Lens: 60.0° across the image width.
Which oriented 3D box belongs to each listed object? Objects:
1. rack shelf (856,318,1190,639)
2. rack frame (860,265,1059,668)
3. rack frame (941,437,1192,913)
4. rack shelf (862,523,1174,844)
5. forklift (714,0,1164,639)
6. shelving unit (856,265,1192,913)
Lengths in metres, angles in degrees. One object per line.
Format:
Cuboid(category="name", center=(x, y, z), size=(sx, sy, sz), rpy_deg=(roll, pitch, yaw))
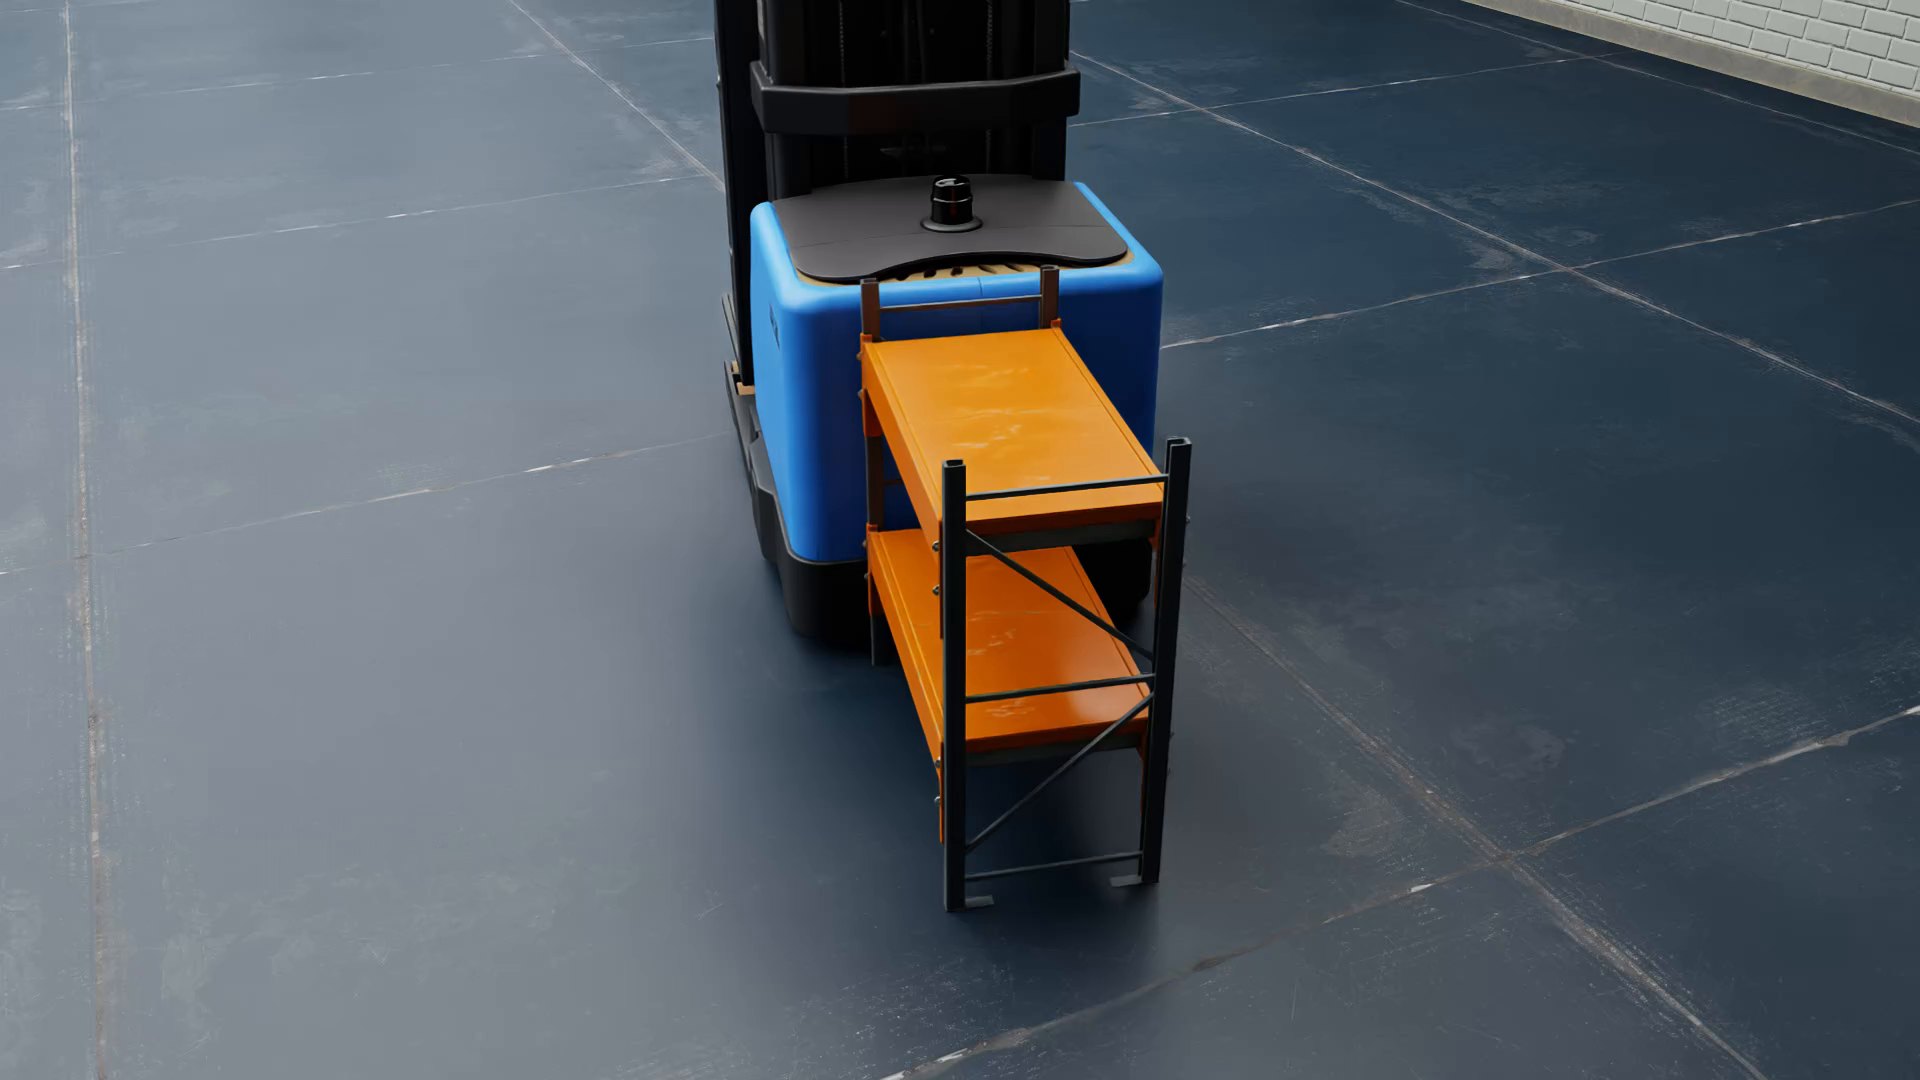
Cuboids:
Cuboid(category="rack shelf", center=(0.106, -0.180, 3.823), size=(0.538, 0.278, 1.000), rpy_deg=(-6, 30, -10))
Cuboid(category="rack frame", center=(0.001, -0.168, 4.400), size=(0.500, 1.125, 0.032), rpy_deg=(-6, 30, -10))
Cuboid(category="rack frame", center=(0.211, 0.318, 3.533), size=(0.500, 1.125, 0.032), rpy_deg=(-6, 30, -10))
Cuboid(category="rack shelf", center=(0.106, 0.288, 4.086), size=(0.538, 0.278, 1.000), rpy_deg=(-6, 30, -10))
Cuboid(category="forklift", center=(-0.253, -1.709, 5.300), size=(1.130, 2.935, 3.031), rpy_deg=(-6, 30, -10))
Cuboid(category="shelving unit", center=(0.106, 0.075, 3.966), size=(0.538, 1.125, 1.048), rpy_deg=(-6, 30, -10))
